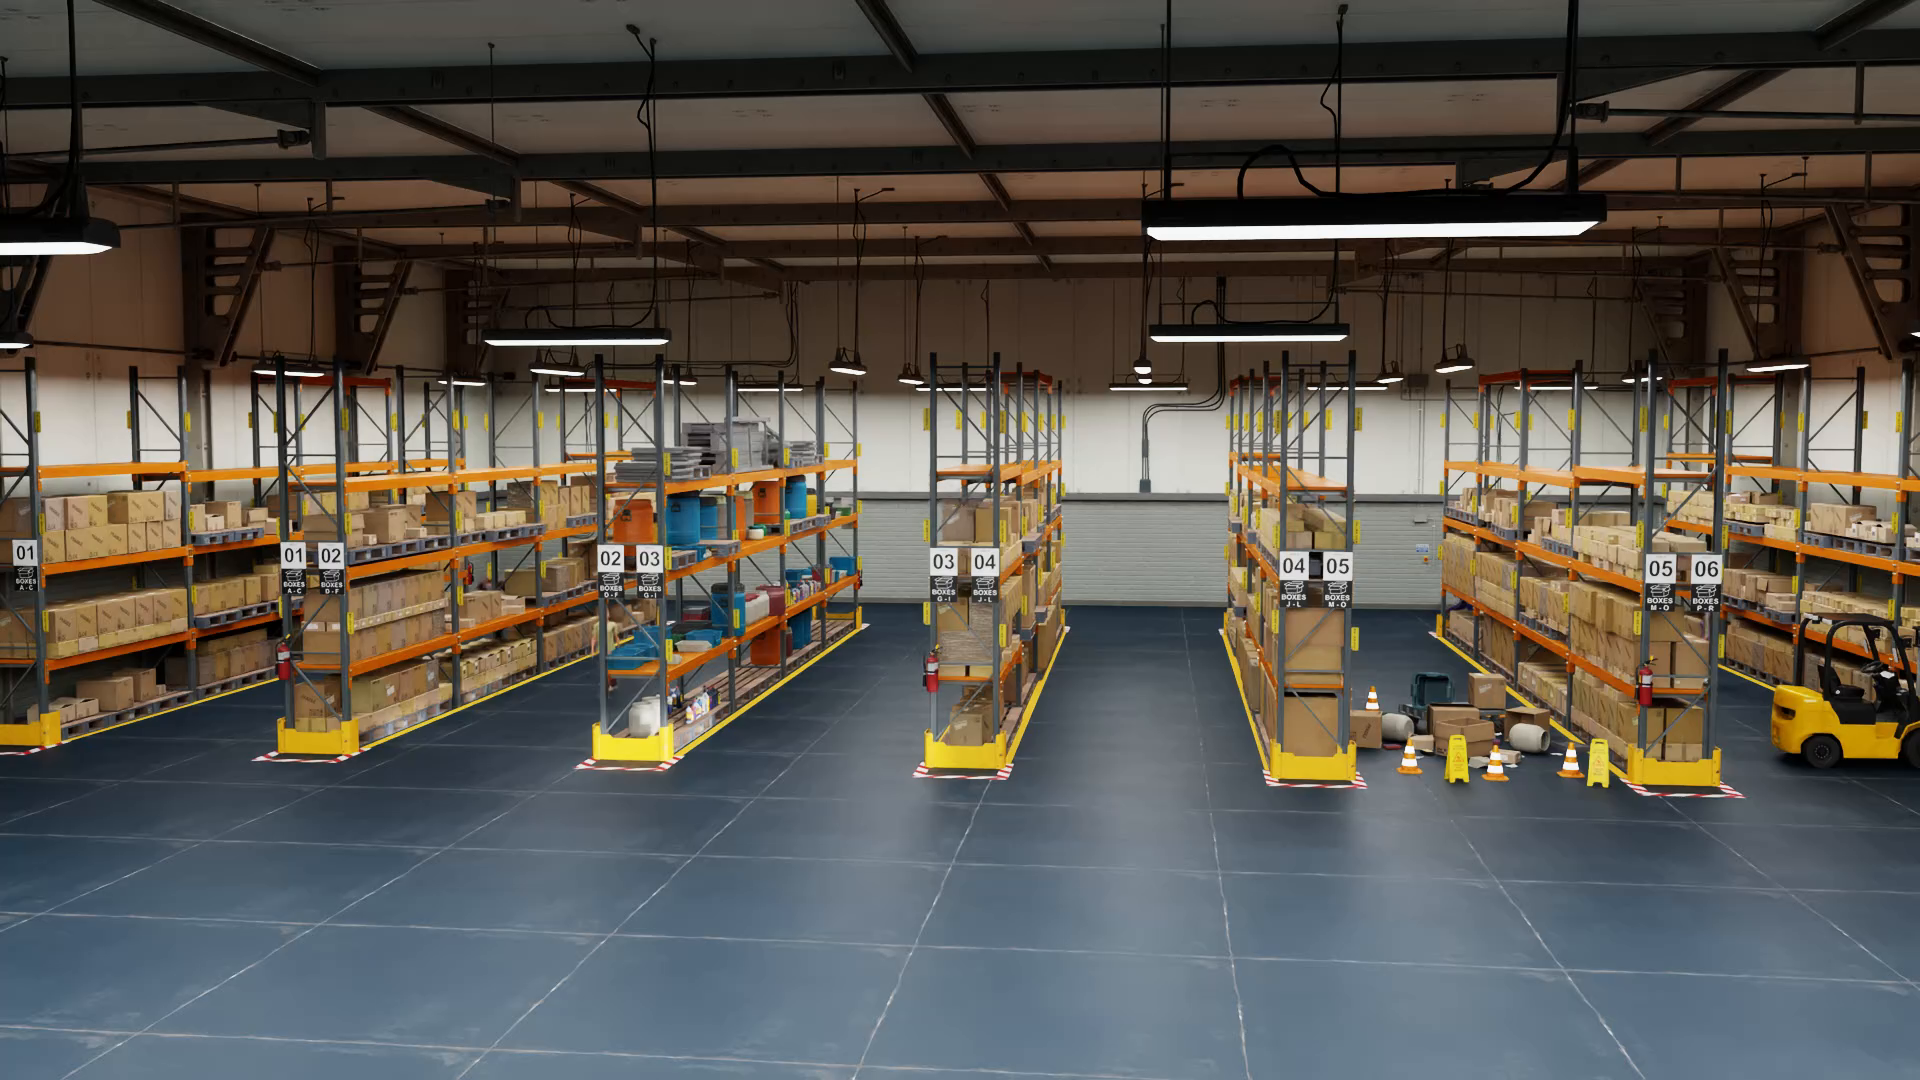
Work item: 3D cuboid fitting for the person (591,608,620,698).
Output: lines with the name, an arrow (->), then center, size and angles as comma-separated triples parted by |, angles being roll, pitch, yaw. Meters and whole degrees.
person -> -6.508, 2.028, 30.339 | 0.419, 1.607, 1.072 | 1, 4, 16

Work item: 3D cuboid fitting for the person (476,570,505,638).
person -> -10.610, 1.500, 37.773 | 0.695, 1.683, 0.664 | 1, 4, 14

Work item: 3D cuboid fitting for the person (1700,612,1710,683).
person -> 14.337, 1.963, 31.793 | 0.446, 1.612, 0.372 | -2, 5, -30

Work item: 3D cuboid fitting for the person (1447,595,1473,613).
person -> 12.759, 1.247, 42.159 | 0.967, 1.528, 0.468 | 4, 6, 44
